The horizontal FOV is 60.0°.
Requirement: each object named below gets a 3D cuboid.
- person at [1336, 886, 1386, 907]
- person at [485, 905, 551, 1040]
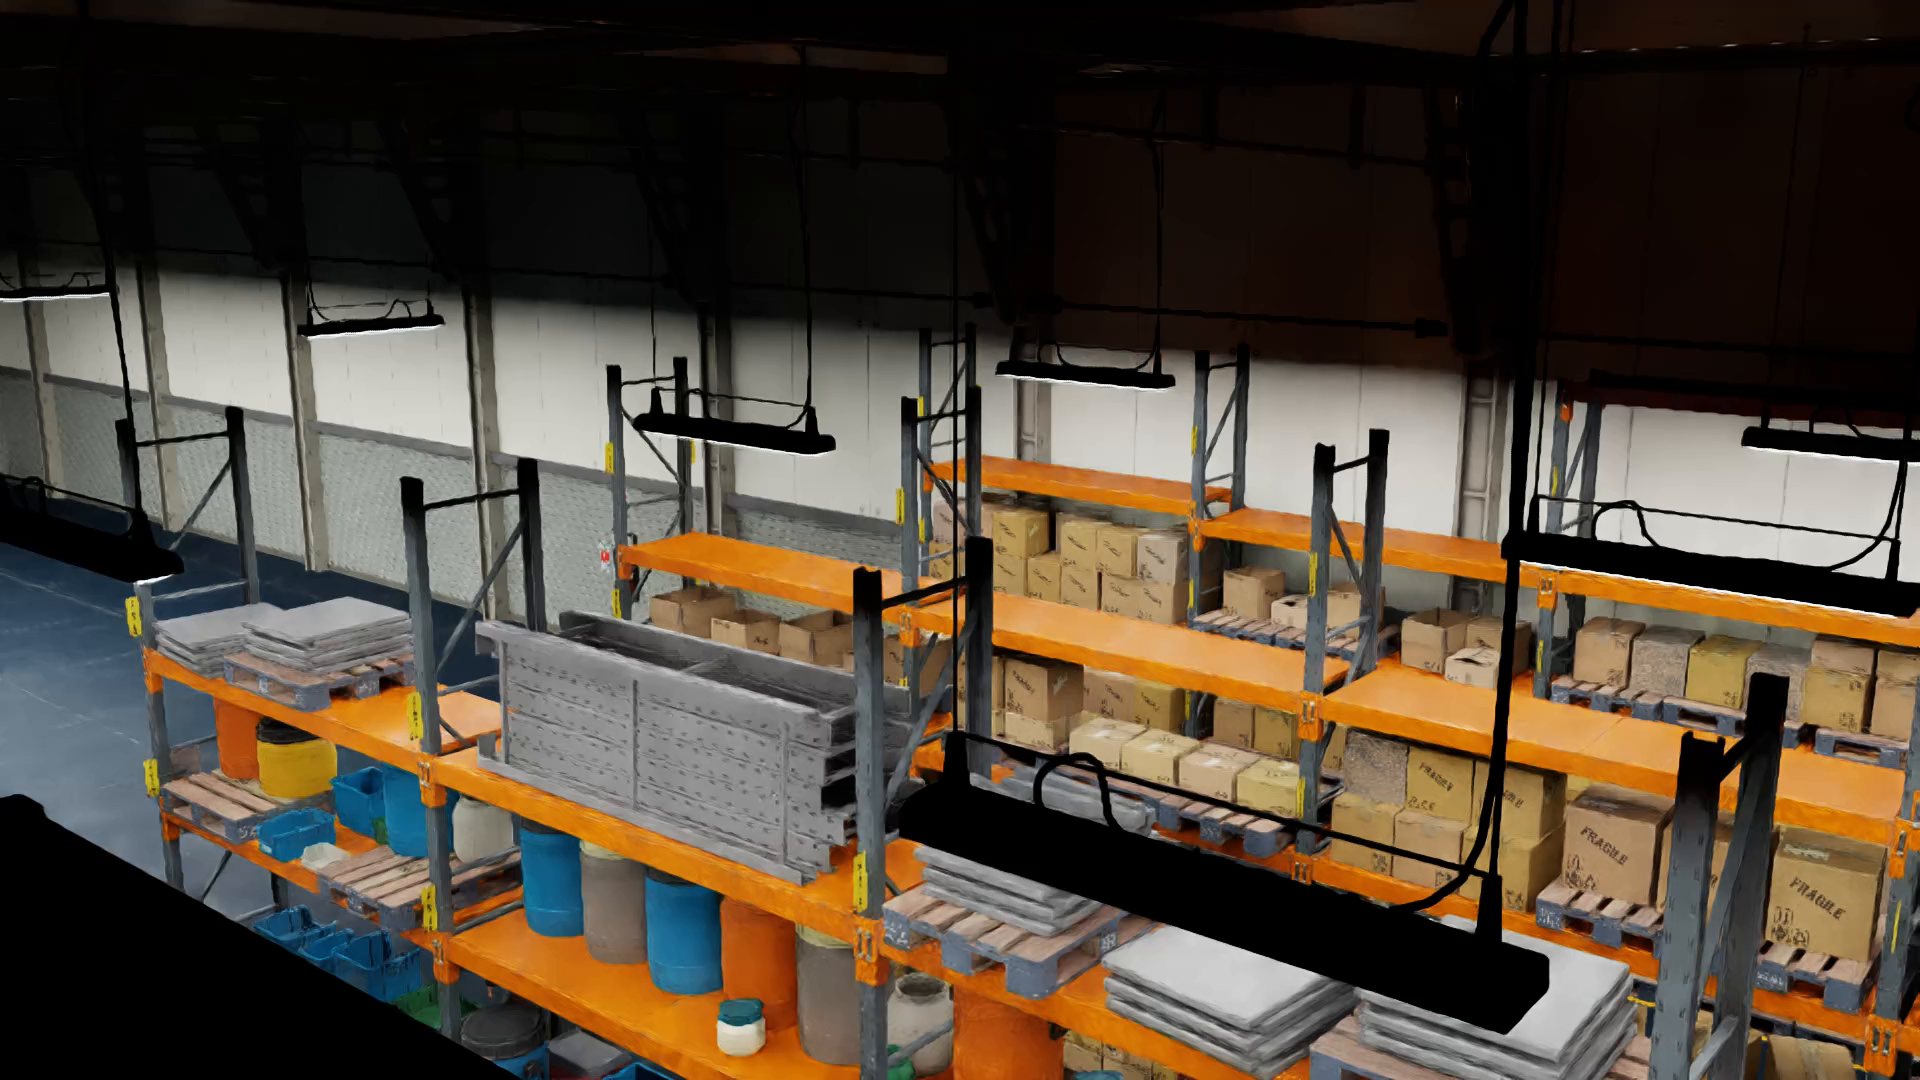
[{"bbox_3d":[4.064,3.538,16.925,1.063,1.580,0.505,7,14,29],"label":"person"},{"bbox_3d":[-3.937,3.922,14.948,1.111,1.724,0.603,10,16,37],"label":"person"}]
